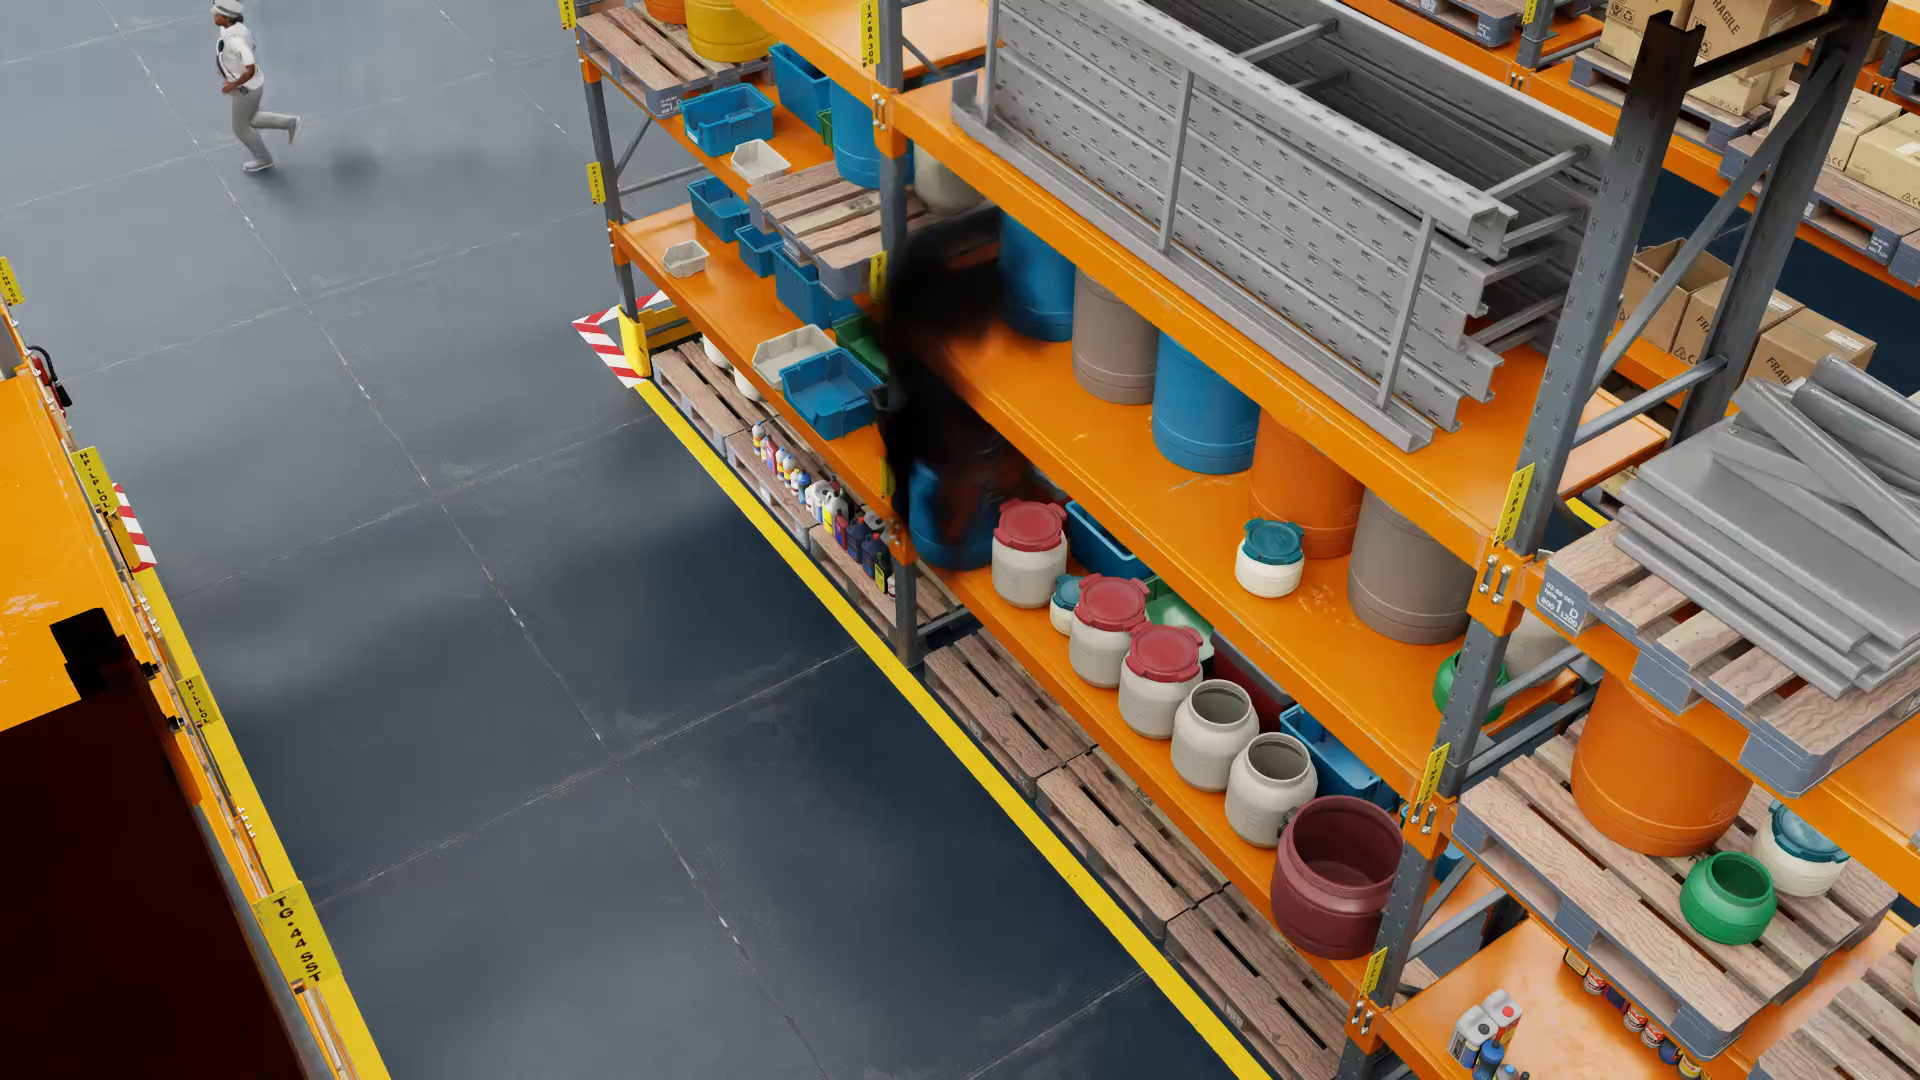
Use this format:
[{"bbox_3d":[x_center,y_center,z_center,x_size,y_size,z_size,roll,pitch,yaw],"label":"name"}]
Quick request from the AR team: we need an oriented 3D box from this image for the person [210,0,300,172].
[{"bbox_3d":[-6.395,-4.121,15.027,0.611,1.665,0.575,-12,44,-12],"label":"person"}]
